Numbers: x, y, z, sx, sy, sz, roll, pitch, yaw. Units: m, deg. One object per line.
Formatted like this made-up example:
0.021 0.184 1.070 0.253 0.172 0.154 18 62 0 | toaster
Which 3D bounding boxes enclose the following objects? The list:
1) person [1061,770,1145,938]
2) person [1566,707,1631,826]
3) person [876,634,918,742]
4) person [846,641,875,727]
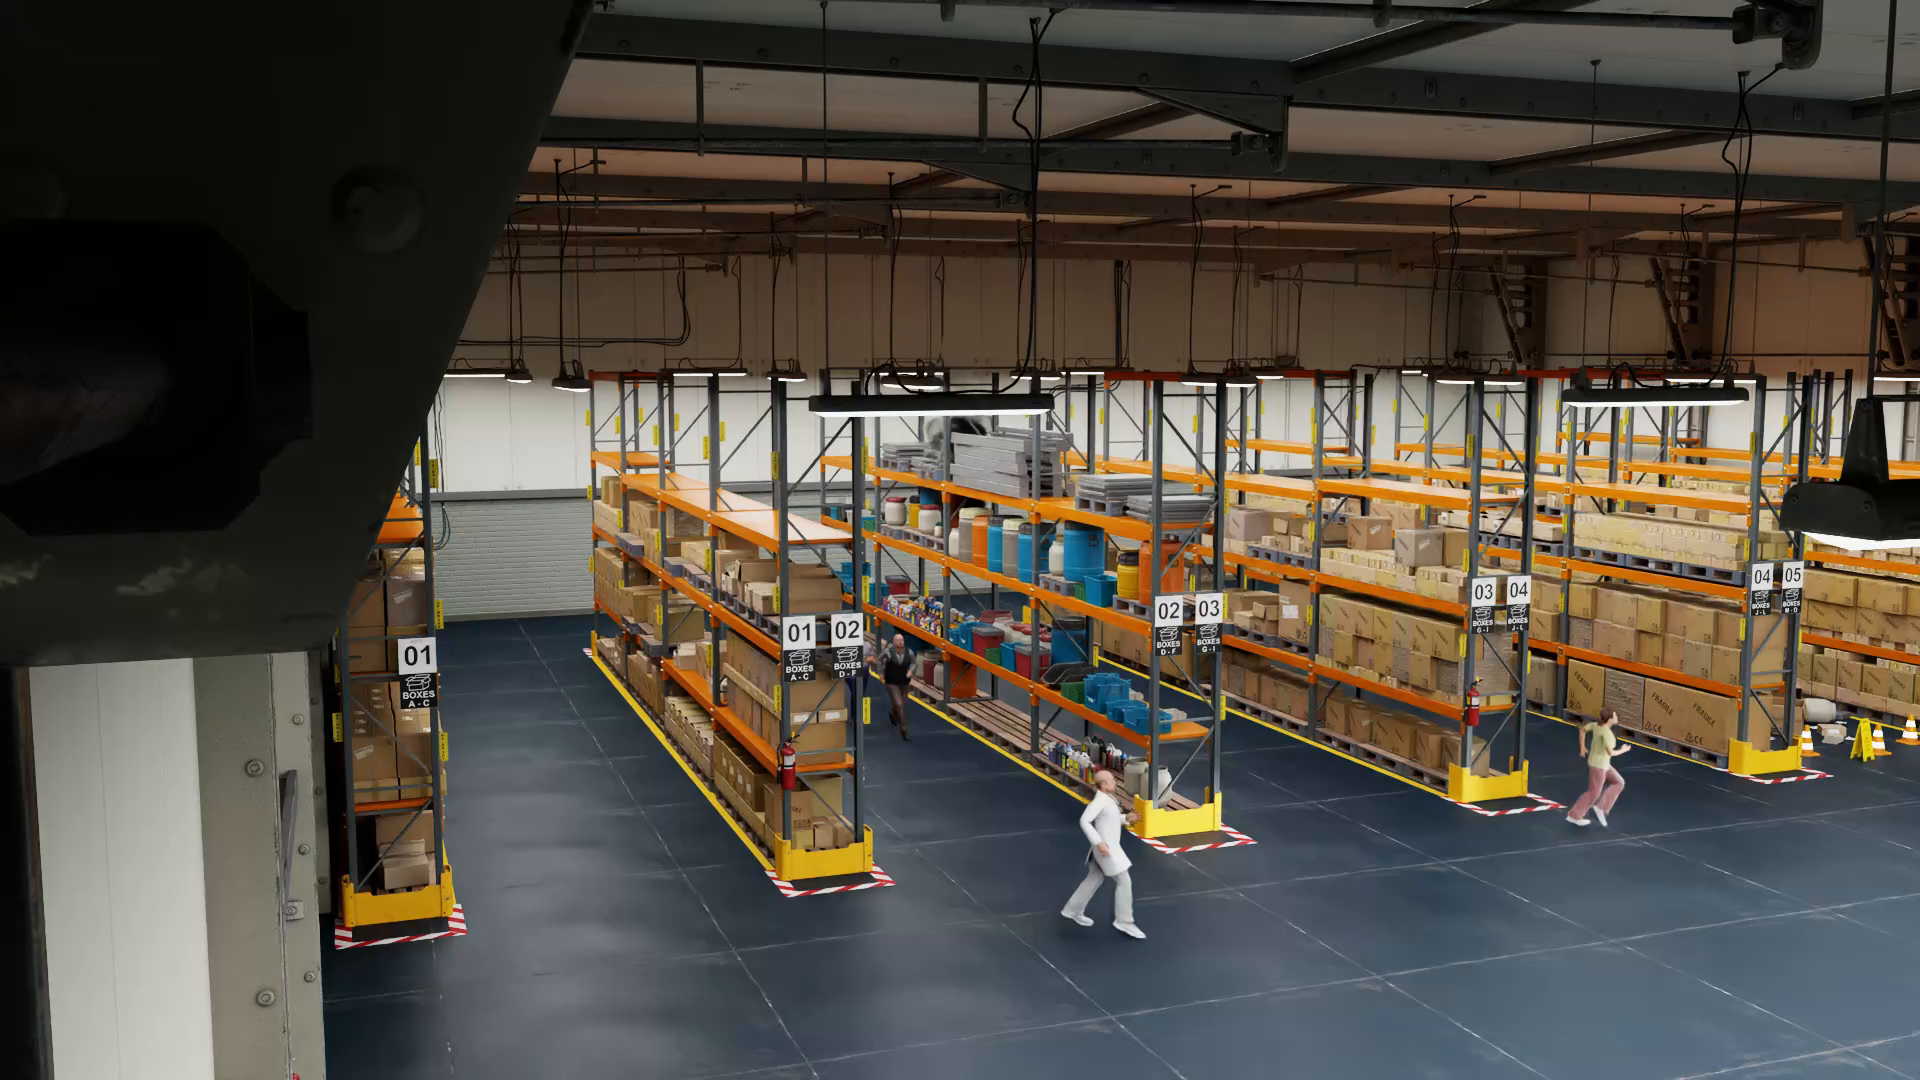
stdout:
1.567 3.461 18.149 0.900 1.745 0.681 0 6 0 | person
8.523 3.023 22.179 0.765 1.629 0.607 1 6 8 | person
-1.033 2.399 27.632 0.678 1.722 1.010 -2 7 -20 | person
-1.762 2.381 28.534 0.576 1.636 0.745 -3 7 -28 | person
